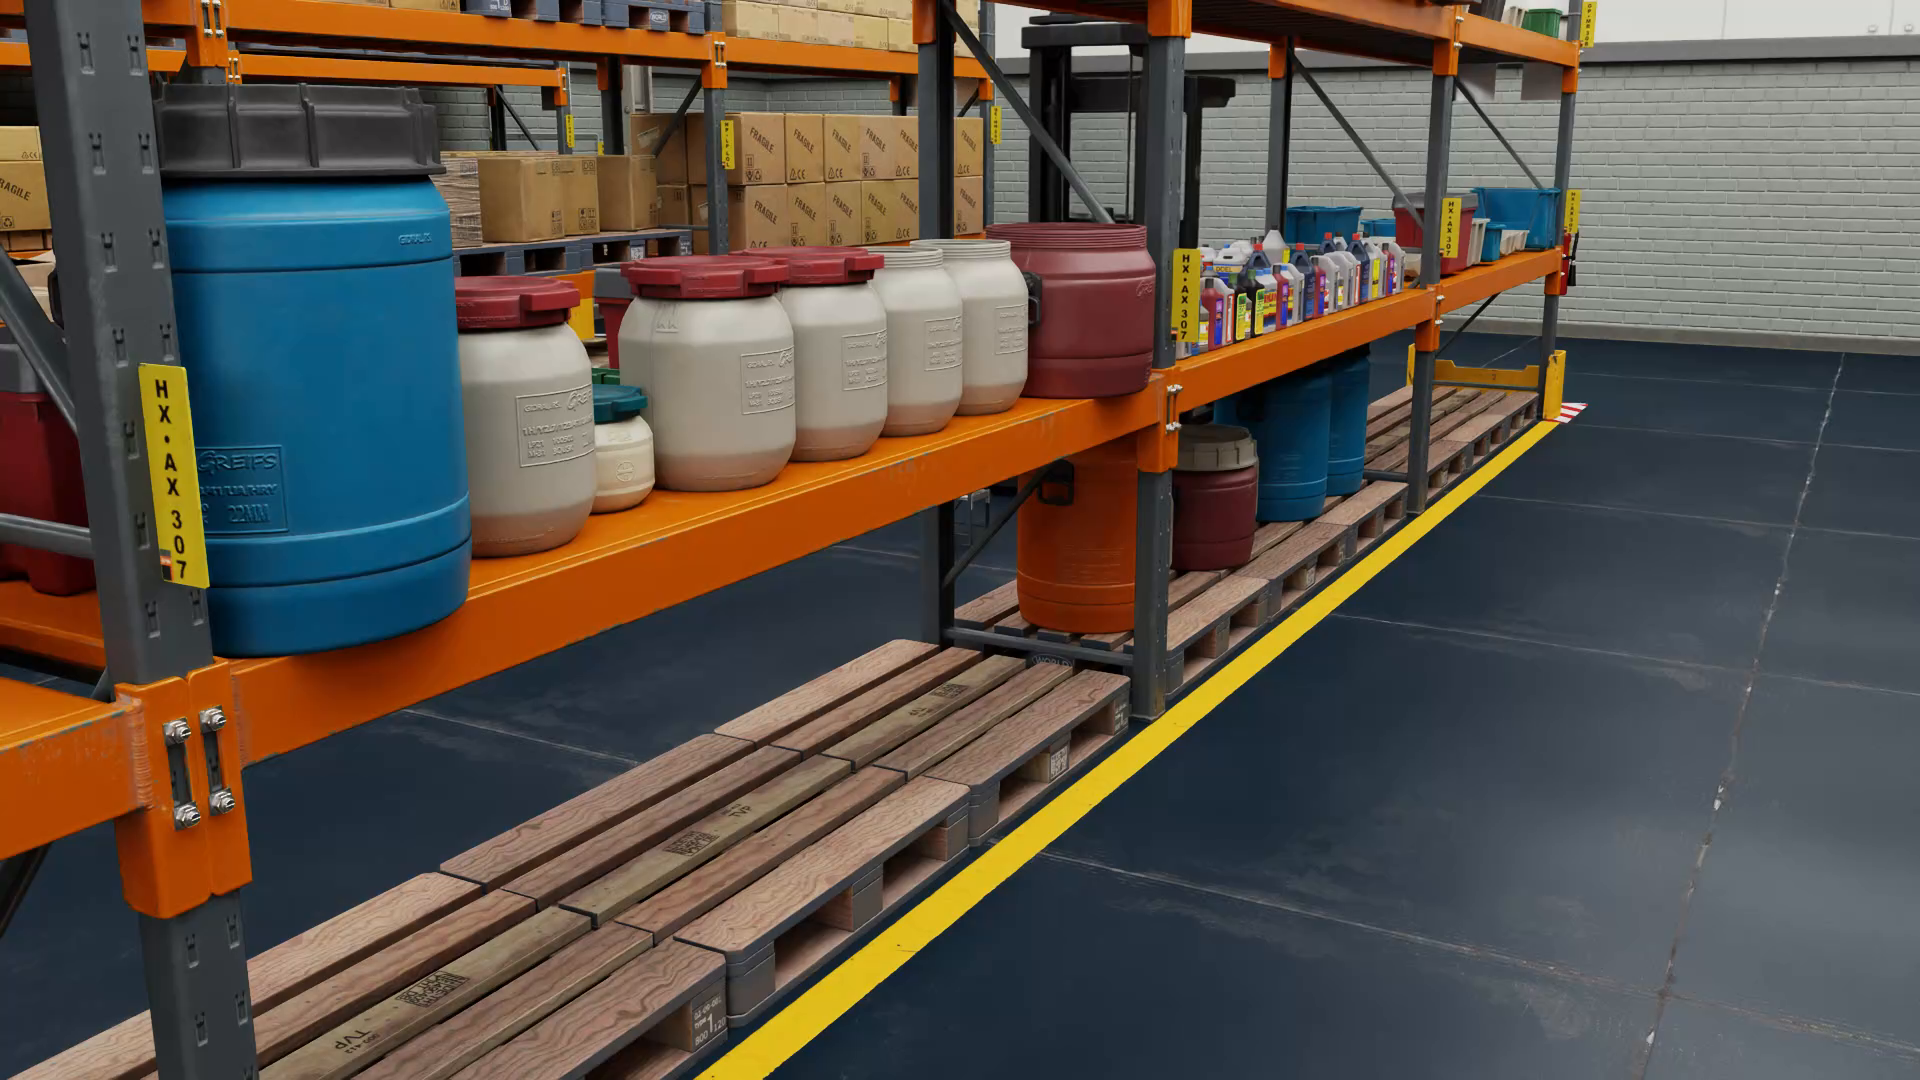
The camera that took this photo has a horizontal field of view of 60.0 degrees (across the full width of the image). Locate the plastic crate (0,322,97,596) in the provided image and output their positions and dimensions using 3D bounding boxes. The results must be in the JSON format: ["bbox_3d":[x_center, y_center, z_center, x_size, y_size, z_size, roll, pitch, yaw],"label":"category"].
[{"bbox_3d":[-1.657,-0.188,3.275,0.402,0.464,0.583,7,15,28],"label":"plastic crate"}]

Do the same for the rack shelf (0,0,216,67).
[{"bbox_3d":[-4.991,-2.103,6.493,1.077,0.370,4.000,7,15,28],"label":"rack shelf"}]

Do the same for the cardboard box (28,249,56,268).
[{"bbox_3d":[-4.238,-1.292,8.183,0.500,0.311,0.500,9,16,32],"label":"cardboard box"}]

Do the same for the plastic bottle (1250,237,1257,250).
[{"bbox_3d":[1.629,-1.553,9.324,0.061,0.283,0.133,7,15,28],"label":"plastic bottle"}]

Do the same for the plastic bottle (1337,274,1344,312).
[{"bbox_3d":[1.819,-1.217,8.105,0.097,0.201,0.097,0,14,0],"label":"plastic bottle"}]

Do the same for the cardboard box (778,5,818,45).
[{"bbox_3d":[-1.393,-3.785,12.253,0.500,0.250,0.500,7,15,28],"label":"cardboard box"}]

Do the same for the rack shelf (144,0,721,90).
[{"bbox_3d":[-3.057,-2.924,9.897,1.077,0.370,4.000,7,15,28],"label":"rack shelf"}]

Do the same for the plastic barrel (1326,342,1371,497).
[{"bbox_3d":[1.966,-0.738,9.277,0.600,0.901,0.708,7,15,28],"label":"plastic barrel"}]

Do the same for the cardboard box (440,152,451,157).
[{"bbox_3d":[-5.451,-3.341,15.852,0.980,0.700,0.700,7,15,25],"label":"cardboard box"}]

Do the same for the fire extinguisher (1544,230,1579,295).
[{"bbox_3d":[4.648,-2.245,12.907,0.296,0.674,0.183,7,15,28],"label":"fire extinguisher"}]

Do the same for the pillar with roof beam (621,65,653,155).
[{"bbox_3d":[-0.178,-6.688,17.573,9.100,9.000,0.400,7,15,28],"label":"pillar with roof beam"}]

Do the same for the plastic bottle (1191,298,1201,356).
[{"bbox_3d":[0.883,-0.854,6.448,0.097,0.271,0.097,0,14,0],"label":"plastic bottle"}]

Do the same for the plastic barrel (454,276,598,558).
[{"bbox_3d":[-0.969,-0.260,3.422,0.433,0.535,0.433,0,14,0],"label":"plastic barrel"}]

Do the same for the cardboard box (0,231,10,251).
[{"bbox_3d":[-7.268,-2.211,12.296,0.380,0.149,0.250,7,15,28],"label":"cardboard box"}]

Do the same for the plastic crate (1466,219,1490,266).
[{"bbox_3d":[3.143,-1.928,10.755,0.437,0.282,0.530,7,15,28],"label":"plastic crate"}]

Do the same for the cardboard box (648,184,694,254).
[{"bbox_3d":[-2.073,-2.406,12.400,0.500,0.500,0.500,8,16,29],"label":"cardboard box"}]

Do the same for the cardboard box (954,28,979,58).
[{"bbox_3d":[-0.174,-4.297,14.375,0.500,0.250,0.500,7,15,28],"label":"cardboard box"}]

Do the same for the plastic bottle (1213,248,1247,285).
[{"bbox_3d":[1.372,-1.345,8.475,0.152,0.276,0.135,7,15,28],"label":"plastic bottle"}]

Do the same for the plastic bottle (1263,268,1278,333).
[{"bbox_3d":[1.329,-1.043,7.235,0.097,0.271,0.097,0,14,0],"label":"plastic bottle"}]

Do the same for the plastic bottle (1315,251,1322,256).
[{"bbox_3d":[1.798,-1.316,8.365,0.097,0.271,0.097,0,14,0],"label":"plastic bottle"}]

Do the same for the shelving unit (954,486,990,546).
[{"bbox_3d":[0.004,-0.439,8.935,0.258,0.900,0.210,7,15,28],"label":"shelving unit"}]

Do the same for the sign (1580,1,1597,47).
[{"bbox_3d":[4.667,-3.833,12.355,0.100,0.325,0.005,7,15,28],"label":"sign"}]

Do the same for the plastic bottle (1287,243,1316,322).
[{"bbox_3d":[1.554,-1.188,7.667,0.144,0.351,0.185,7,15,28],"label":"plastic bottle"}]

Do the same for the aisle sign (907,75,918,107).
[{"bbox_3d":[-0.381,-4.358,15.161,0.394,0.787,0.004,7,15,28],"label":"aisle sign"}]

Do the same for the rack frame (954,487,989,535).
[{"bbox_3d":[0.053,-0.460,9.022,0.240,0.900,0.006,7,15,28],"label":"rack frame"}]

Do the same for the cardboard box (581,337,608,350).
[{"bbox_3d":[-2.537,-1.153,11.810,0.500,0.500,0.500,7,15,26],"label":"cardboard box"}]

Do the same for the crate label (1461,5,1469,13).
[{"bbox_3d":[2.734,-3.062,9.495,0.293,0.136,0.466,7,15,28],"label":"crate label"}]

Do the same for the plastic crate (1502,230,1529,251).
[{"bbox_3d":[3.942,-2.198,12.184,0.396,0.136,0.243,7,15,28],"label":"plastic crate"}]

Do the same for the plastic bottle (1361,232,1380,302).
[{"bbox_3d":[2.086,-1.414,8.605,0.144,0.351,0.185,7,15,28],"label":"plastic bottle"}]

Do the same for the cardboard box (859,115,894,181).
[{"bbox_3d":[-0.869,-3.143,13.322,0.500,0.500,0.500,8,16,30],"label":"cardboard box"}]

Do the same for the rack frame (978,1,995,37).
[{"bbox_3d":[-0.157,-5.963,14.567,1.000,3.000,0.127,7,15,28],"label":"rack frame"}]

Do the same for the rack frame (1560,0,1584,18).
[{"bbox_3d":[4.178,-5.401,12.236,1.000,3.000,0.127,7,15,28],"label":"rack frame"}]

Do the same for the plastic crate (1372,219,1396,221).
[{"bbox_3d":[3.134,-2.149,11.776,0.416,0.233,0.300,7,15,28],"label":"plastic crate"}]

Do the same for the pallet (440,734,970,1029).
[{"bbox_3d":[-0.689,0.916,4.783,1.003,0.211,1.213,7,15,28],"label":"pallet"}]

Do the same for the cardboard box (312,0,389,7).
[{"bbox_3d":[-3.596,-3.110,8.920,0.910,0.500,0.500,7,15,28],"label":"cardboard box"}]

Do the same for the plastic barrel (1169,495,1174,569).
[{"bbox_3d":[0.727,-0.066,7.320,0.421,0.512,0.421,0,14,0],"label":"plastic barrel"}]

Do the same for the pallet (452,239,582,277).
[{"bbox_3d":[-3.088,-1.711,10.142,1.003,0.211,1.213,7,15,28],"label":"pallet"}]

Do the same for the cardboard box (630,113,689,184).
[{"bbox_3d":[-2.072,-2.894,12.289,0.500,0.500,0.500,7,15,28],"label":"cardboard box"}]

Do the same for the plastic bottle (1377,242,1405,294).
[{"bbox_3d":[2.337,-1.486,9.062,0.152,0.276,0.135,7,15,28],"label":"plastic bottle"}]

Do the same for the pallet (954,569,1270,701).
[{"bbox_3d":[0.655,0.346,7.148,1.003,0.211,1.213,7,15,28],"label":"pallet"}]

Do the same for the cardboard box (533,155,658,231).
[{"bbox_3d":[-2.515,-2.407,11.507,0.700,0.500,0.500,2,14,9],"label":"cardboard box"}]

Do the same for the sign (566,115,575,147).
[{"bbox_3d":[-4.026,-4.221,17.165,0.100,0.325,0.005,7,15,28],"label":"sign"}]

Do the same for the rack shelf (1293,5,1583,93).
[{"bbox_3d":[3.211,-3.183,10.970,1.077,0.370,4.000,7,15,28],"label":"rack shelf"}]

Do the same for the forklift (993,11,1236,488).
[{"bbox_3d":[1.122,-1.973,10.964,1.130,2.935,3.031,7,15,27],"label":"forklift"}]

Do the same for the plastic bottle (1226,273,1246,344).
[{"bbox_3d":[1.131,-0.956,6.847,0.061,0.283,0.133,7,15,28],"label":"plastic bottle"}]

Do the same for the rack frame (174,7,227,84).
[{"bbox_3d":[-4.024,-1.405,8.462,1.000,3.000,0.127,7,15,28],"label":"rack frame"}]

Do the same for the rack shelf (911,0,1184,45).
[{"bbox_3d":[-0.656,-1.541,4.162,1.077,0.370,4.000,7,15,28],"label":"rack shelf"}]

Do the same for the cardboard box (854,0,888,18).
[{"bbox_3d":[-0.904,-4.232,13.043,0.500,0.250,0.500,7,15,28],"label":"cardboard box"}]

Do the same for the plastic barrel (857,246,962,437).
[{"bbox_3d":[-0.204,-0.576,4.784,0.421,0.512,0.421,0,14,0],"label":"plastic barrel"}]

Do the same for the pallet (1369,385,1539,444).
[{"bbox_3d":[3.745,-0.964,12.582,1.003,0.211,1.213,7,15,28],"label":"pallet"}]

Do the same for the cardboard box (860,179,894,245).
[{"bbox_3d":[-0.872,-2.660,13.455,0.500,0.500,0.500,7,15,27],"label":"cardboard box"}]
